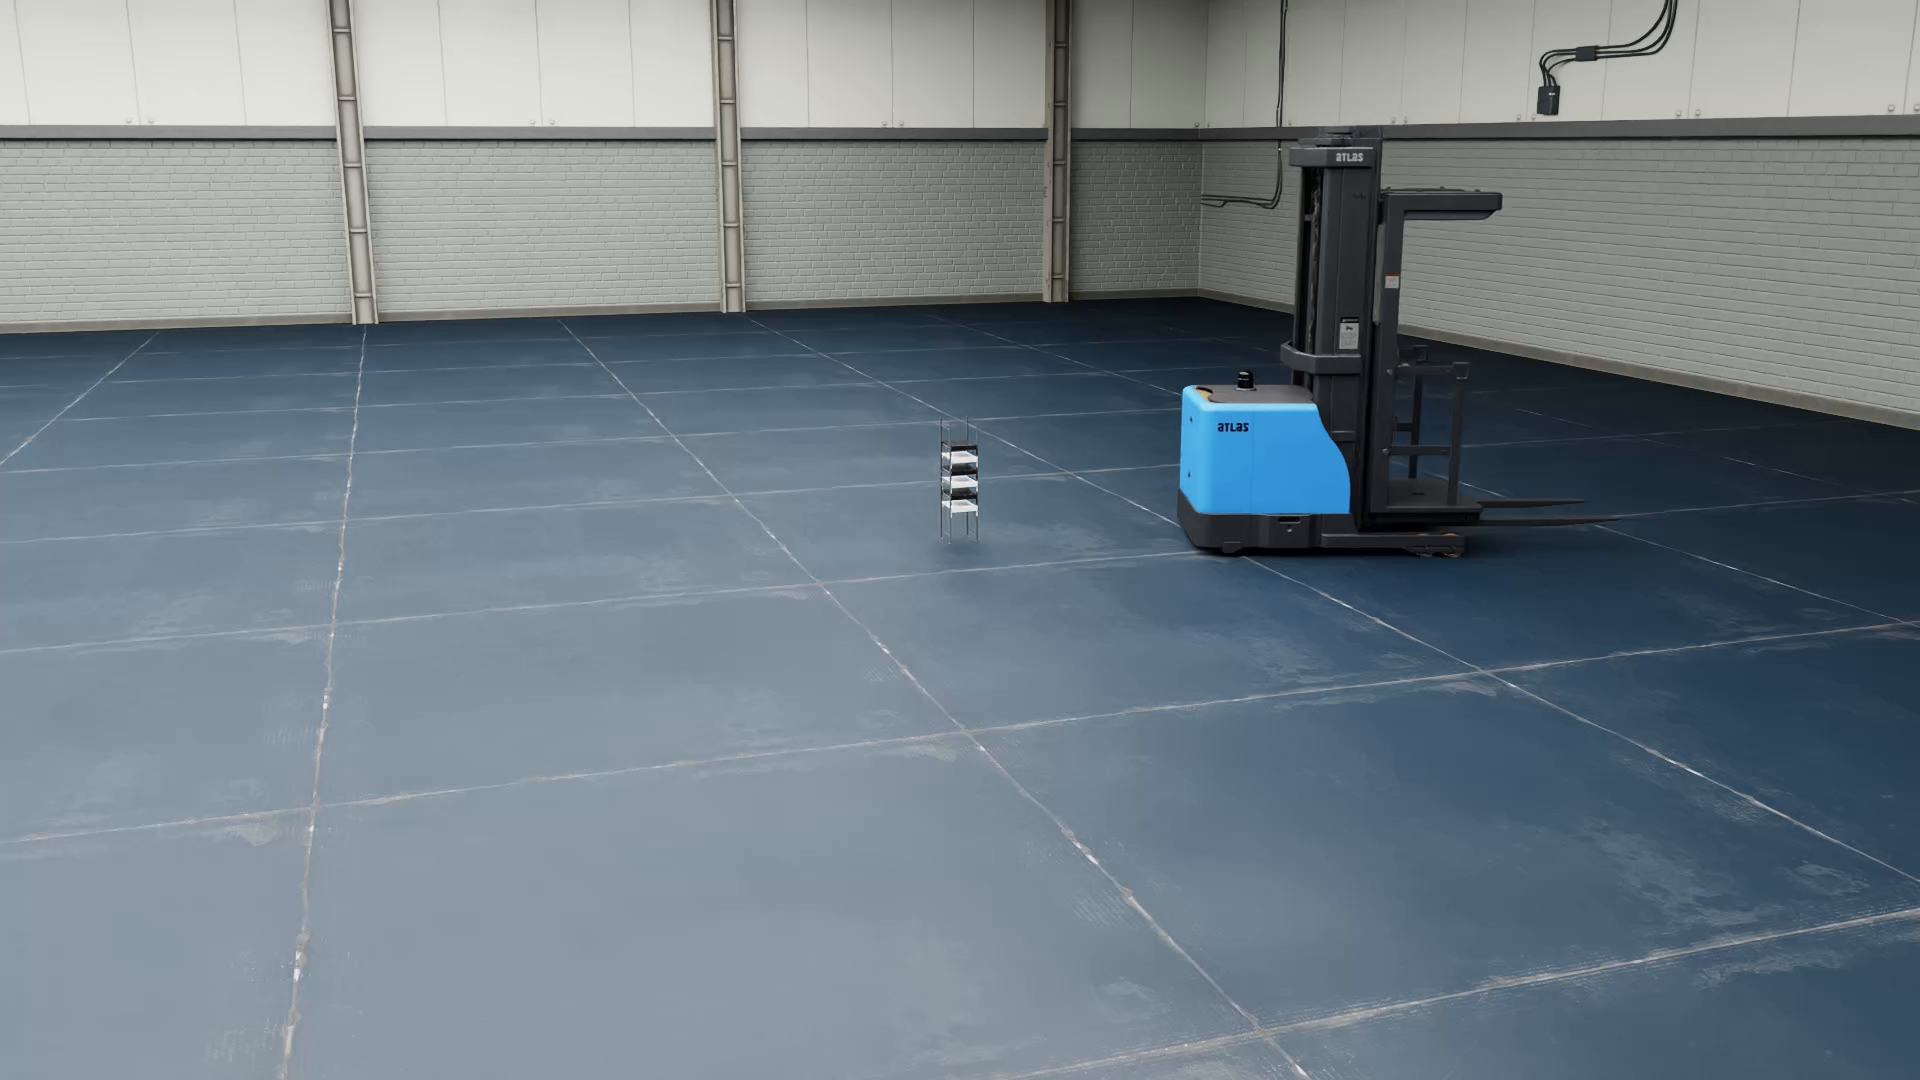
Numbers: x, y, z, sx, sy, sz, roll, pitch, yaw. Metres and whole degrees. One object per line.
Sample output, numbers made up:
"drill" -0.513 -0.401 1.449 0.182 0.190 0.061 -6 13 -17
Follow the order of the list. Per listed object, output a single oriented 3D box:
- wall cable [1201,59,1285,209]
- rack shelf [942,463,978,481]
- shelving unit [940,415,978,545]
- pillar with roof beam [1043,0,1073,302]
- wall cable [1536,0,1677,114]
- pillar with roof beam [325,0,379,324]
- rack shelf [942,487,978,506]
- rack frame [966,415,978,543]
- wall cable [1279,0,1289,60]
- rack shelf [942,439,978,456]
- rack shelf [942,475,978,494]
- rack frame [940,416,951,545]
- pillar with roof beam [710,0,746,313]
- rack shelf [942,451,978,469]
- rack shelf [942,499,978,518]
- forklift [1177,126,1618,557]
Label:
"wall cable" 4.971 -7.192 29.642 0.112 2.526 3.097 -4 14 -18
"rack shelf" -0.008 -0.492 12.023 0.200 0.077 0.258 -4 14 -18
"shelving unit" -0.008 -0.437 12.036 0.210 0.900 0.258 -4 14 -18
"pillar with roof beam" 3.131 -7.831 25.619 0.400 9.000 9.100 -4 14 -18
"wall cable" 7.984 -8.274 20.131 0.169 6.003 2.305 -4 14 -18
"pillar with roof beam" -8.243 -6.945 21.895 0.400 9.000 9.100 -4 14 -18
"rack shelf" -0.008 -0.317 12.065 0.200 0.077 0.258 -4 14 -18
"rack frame" 0.089 -0.445 12.068 0.006 0.900 0.240 -4 14 -18
"wall cable" 5.834 -9.056 26.563 0.112 2.526 3.097 -4 14 -18
"rack shelf" -0.008 -0.667 11.981 0.200 0.077 0.258 -4 14 -18
"rack shelf" -0.008 -0.405 12.044 0.200 0.077 0.258 -4 14 -18
"rack frame" -0.104 -0.430 12.005 0.006 0.900 0.240 -4 14 -18
"pillar with roof beam" -2.556 -7.388 23.757 0.400 9.000 9.100 -4 14 -18
"rack shelf" -0.008 -0.580 12.002 0.200 0.077 0.258 -4 14 -18
"rack shelf" -0.008 -0.230 12.086 0.200 0.077 0.258 -4 14 -18
"forklift" 3.155 -1.429 11.815 3.031 2.935 1.130 0 13 -1
